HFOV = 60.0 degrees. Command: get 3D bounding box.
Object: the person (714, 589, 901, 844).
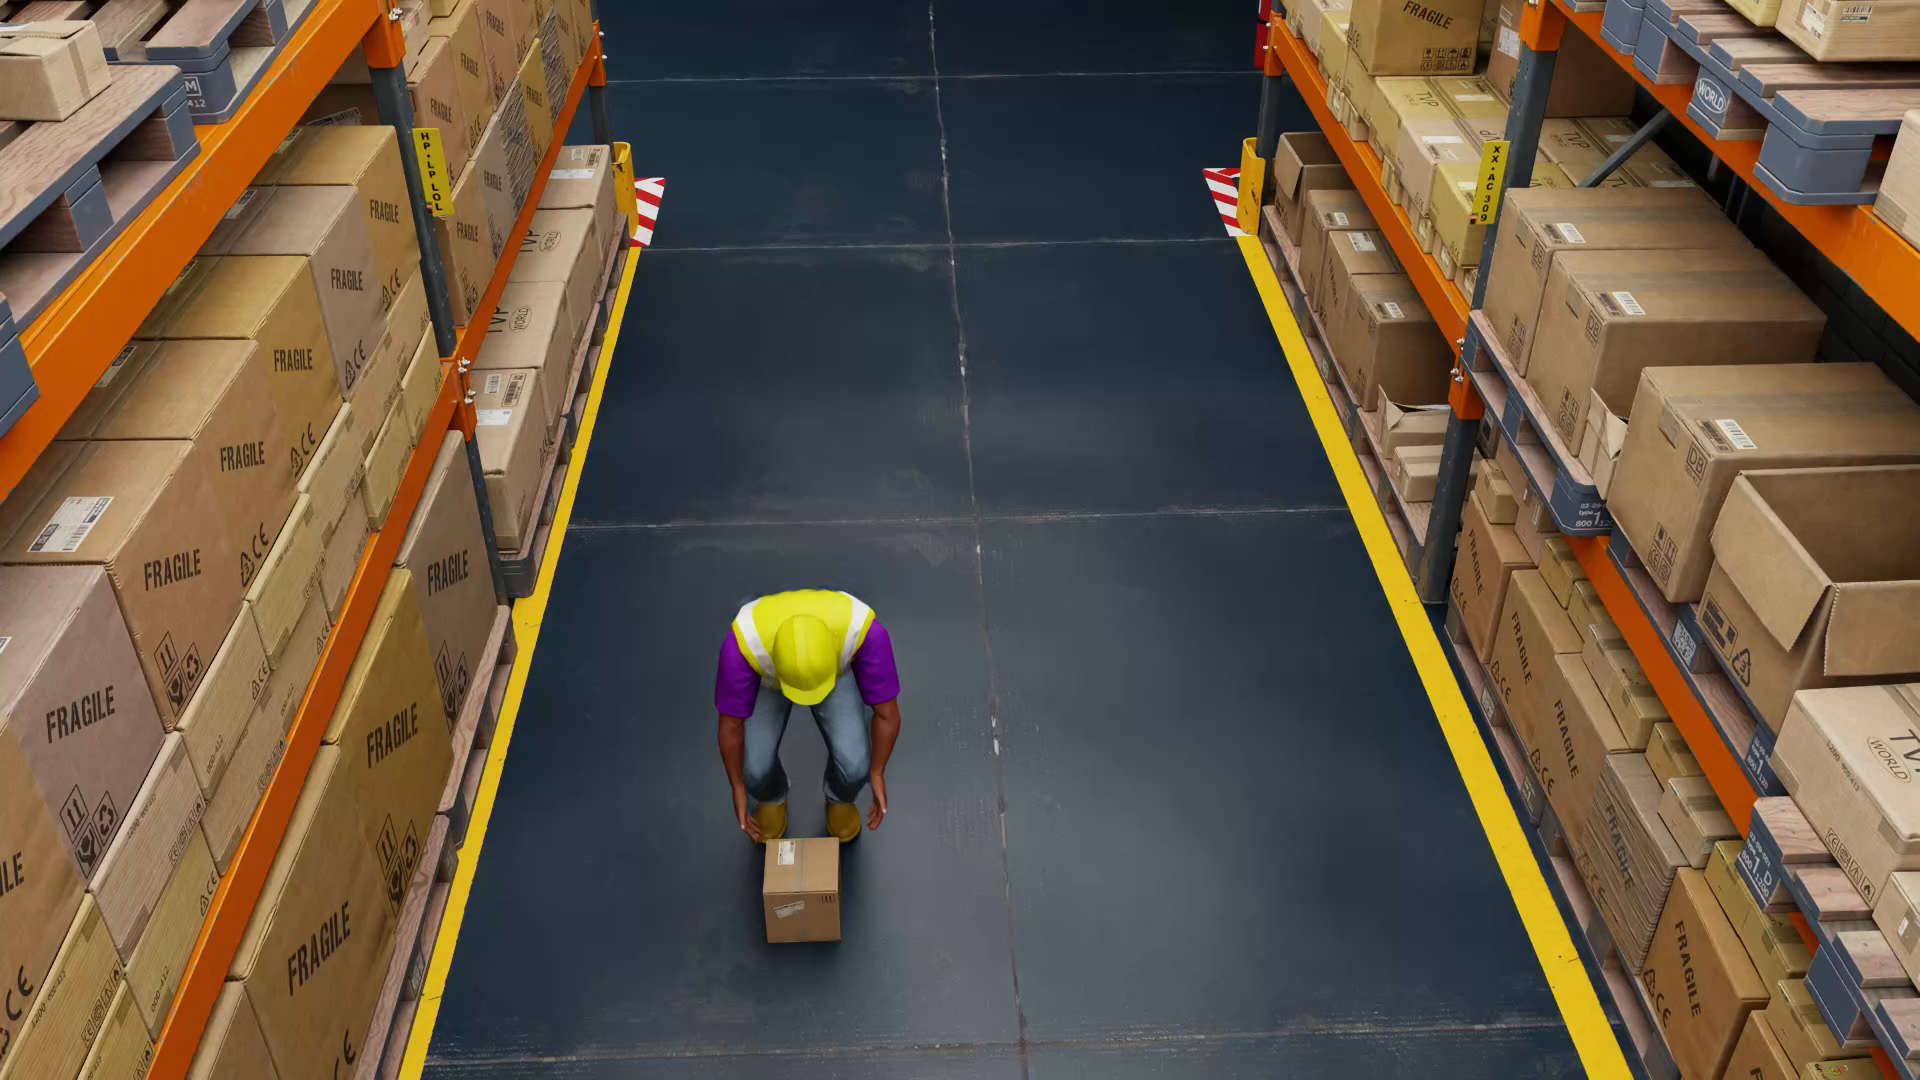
[{"bbox_3d":[-0.516,0.580,5.771,0.622,1.224,0.838,-2,35,-2],"label":"person"}]
